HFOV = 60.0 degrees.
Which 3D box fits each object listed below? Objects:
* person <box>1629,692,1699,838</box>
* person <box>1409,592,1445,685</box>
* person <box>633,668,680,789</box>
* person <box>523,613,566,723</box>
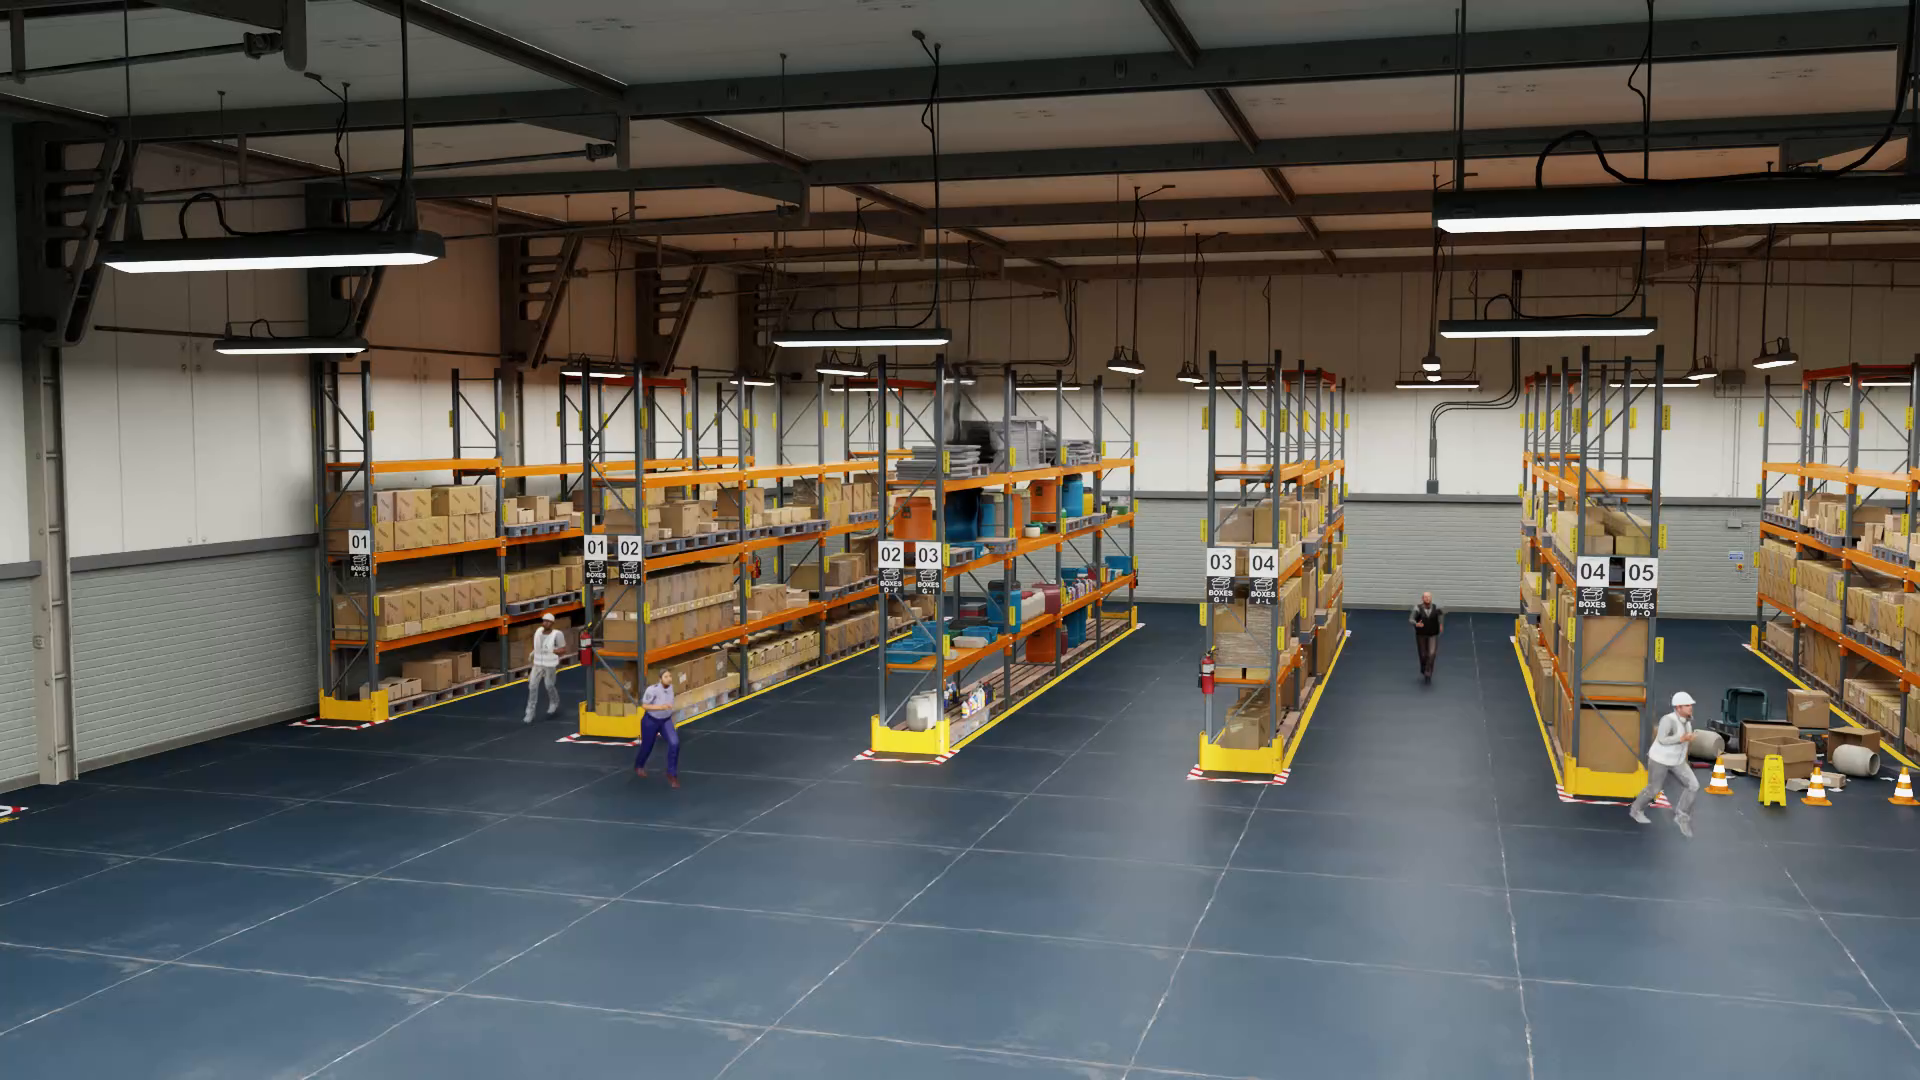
[{"bbox_3d":[8.566,2.696,20.186,0.650,1.773,0.940,-2,5,-27],"label":"person"},{"bbox_3d":[8.987,1.876,32.018,0.690,1.767,0.923,1,4,10],"label":"person"},{"bbox_3d":[-4.205,2.570,22.915,0.601,1.662,0.941,-4,5,-41],"label":"person"},{"bbox_3d":[-6.927,2.112,27.894,0.696,1.792,0.938,1,4,10],"label":"person"}]
